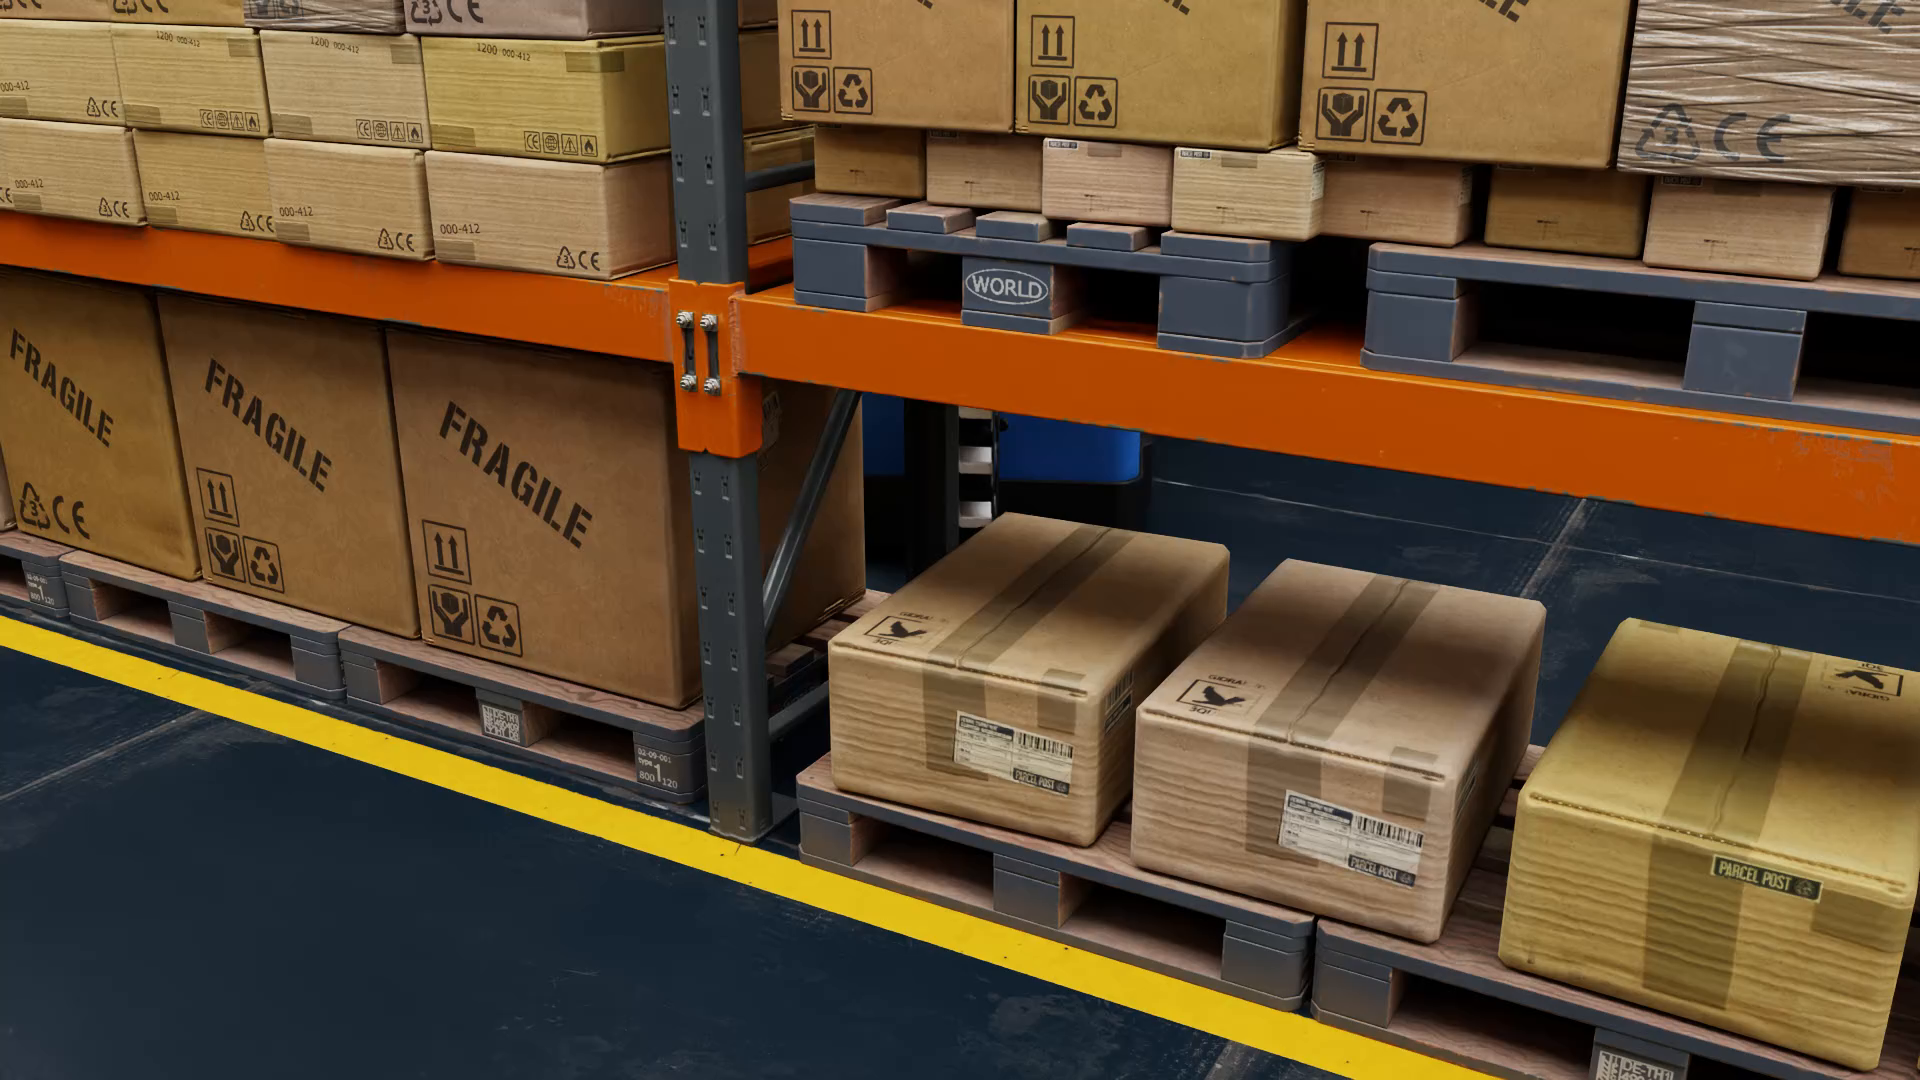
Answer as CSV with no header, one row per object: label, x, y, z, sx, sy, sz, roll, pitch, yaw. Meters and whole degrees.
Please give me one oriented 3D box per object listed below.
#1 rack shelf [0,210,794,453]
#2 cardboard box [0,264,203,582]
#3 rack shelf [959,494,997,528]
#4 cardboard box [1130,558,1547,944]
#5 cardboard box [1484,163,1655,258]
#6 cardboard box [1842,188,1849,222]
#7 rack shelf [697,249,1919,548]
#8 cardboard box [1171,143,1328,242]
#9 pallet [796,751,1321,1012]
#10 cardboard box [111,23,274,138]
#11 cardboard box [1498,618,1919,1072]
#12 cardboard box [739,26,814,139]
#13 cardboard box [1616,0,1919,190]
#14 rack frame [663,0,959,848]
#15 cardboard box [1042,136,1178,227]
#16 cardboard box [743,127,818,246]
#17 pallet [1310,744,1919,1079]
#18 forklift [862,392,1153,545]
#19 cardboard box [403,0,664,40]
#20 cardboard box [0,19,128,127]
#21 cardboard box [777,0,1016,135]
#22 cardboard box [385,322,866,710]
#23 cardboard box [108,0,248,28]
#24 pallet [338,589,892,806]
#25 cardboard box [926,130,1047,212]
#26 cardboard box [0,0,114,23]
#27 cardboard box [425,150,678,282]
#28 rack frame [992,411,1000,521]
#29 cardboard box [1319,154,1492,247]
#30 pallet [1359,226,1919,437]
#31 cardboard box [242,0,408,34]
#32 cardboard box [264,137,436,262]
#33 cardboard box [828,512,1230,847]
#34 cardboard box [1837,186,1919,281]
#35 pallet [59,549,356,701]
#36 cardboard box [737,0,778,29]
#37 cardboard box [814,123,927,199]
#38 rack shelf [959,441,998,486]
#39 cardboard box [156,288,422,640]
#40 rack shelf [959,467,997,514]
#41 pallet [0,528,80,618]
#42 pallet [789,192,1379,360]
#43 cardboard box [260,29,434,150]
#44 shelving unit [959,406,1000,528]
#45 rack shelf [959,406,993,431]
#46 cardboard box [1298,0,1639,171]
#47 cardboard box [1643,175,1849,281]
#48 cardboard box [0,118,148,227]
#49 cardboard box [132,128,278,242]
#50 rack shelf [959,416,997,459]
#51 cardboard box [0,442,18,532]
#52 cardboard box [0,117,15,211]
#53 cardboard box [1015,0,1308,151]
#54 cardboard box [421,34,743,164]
rack shelf,-2.042,-0.845,4.851,4.000,0.370,1.077,11,23,27
cardboard box,-2.416,-0.487,5.310,0.875,0.875,0.875,12,23,29
rack shelf,0.013,-0.080,5.392,0.200,0.077,0.258,2,20,5
cardboard box,0.840,0.404,3.589,0.625,0.372,0.950,10,22,26
cardboard box,1.088,-0.600,2.874,0.250,0.149,0.380,12,23,29
cardboard box,1.743,-0.676,3.082,0.250,0.149,0.380,12,23,29
rack shelf,1.450,-0.180,3.017,4.000,0.370,1.077,11,23,27
cardboard box,0.574,-0.652,3.017,0.250,0.149,0.380,11,23,28
pallet,0.385,0.591,3.927,1.213,0.211,1.003,11,23,27
cardboard box,-1.750,-1.183,4.215,0.500,0.250,0.500,10,22,26
cardboard box,1.499,0.532,3.237,0.625,0.372,0.950,12,23,29
cardboard box,-0.618,-1.173,4.187,0.500,0.250,0.500,11,22,27
cardboard box,1.342,-0.835,2.569,0.500,0.500,0.500,10,22,25
rack frame,-0.296,-0.851,3.811,0.127,3.000,1.000,11,23,27
cardboard box,0.343,-0.704,3.161,0.250,0.149,0.380,9,22,24
cardboard box,-0.601,-0.936,4.268,0.500,0.250,0.500,10,22,26
pallet,1.446,0.794,3.367,1.213,0.211,1.003,11,23,27
forklift,0.220,-1.799,6.525,1.130,2.935,3.031,2,20,5
cardboard box,-0.875,-1.376,3.646,0.500,0.500,0.500,10,22,26
cardboard box,-2.203,-1.270,4.453,0.500,0.250,0.500,10,22,26
cardboard box,-0.016,-1.091,3.276,0.500,0.500,0.500,10,22,26
cardboard box,-0.859,-0.189,4.487,0.875,0.875,0.875,11,22,27
cardboard box,-1.758,-1.543,4.108,0.500,0.500,0.500,11,23,27
pallet,-0.948,0.307,4.710,1.213,0.211,1.003,11,23,27
cardboard box,0.127,-0.764,3.324,0.250,0.149,0.380,9,22,24
cardboard box,-2.196,-1.630,4.346,0.500,0.500,0.500,10,22,26
cardboard box,-0.865,-0.787,3.856,0.500,0.250,0.500,10,22,25
rack frame,0.114,-0.278,5.310,0.006,0.900,0.240,2,20,5
cardboard box,0.822,-0.636,2.971,0.250,0.149,0.380,12,23,30
pallet,1.452,-0.443,2.970,1.213,0.211,1.003,11,23,27
cardboard box,-1.327,-1.459,3.875,0.500,0.500,0.500,11,23,28
cardboard box,-1.318,-0.867,4.077,0.500,0.250,0.500,11,23,28
cardboard box,0.192,0.284,3.921,0.625,0.372,0.950,9,22,24
cardboard box,1.548,-0.517,2.643,0.250,0.149,0.380,10,22,25
pallet,-2.009,0.103,5.270,1.213,0.211,1.003,11,23,27
cardboard box,-0.608,-1.523,4.051,0.500,0.500,0.500,10,22,26
cardboard box,-0.103,-0.821,3.481,0.250,0.149,0.380,9,22,24
rack shelf,0.013,-0.250,5.331,0.200,0.077,0.258,2,20,5
cardboard box,-1.636,-0.338,4.899,0.875,0.875,0.875,11,23,28
rack shelf,0.013,-0.165,5.361,0.200,0.077,0.258,2,20,5
pallet,-3.078,-0.099,5.829,1.213,0.211,1.003,11,23,27
pallet,0.378,-0.674,3.605,1.003,0.211,1.213,11,23,27
cardboard box,-1.293,-1.104,3.997,0.500,0.250,0.500,10,22,26
shelving unit,0.013,-0.281,5.319,0.210,0.900,0.258,2,20,5
rack shelf,0.013,-0.419,5.269,0.200,0.077,0.258,2,20,5
cardboard box,0.909,-0.920,2.805,0.500,0.500,0.500,11,23,28
cardboard box,1.284,-0.537,2.700,0.250,0.149,0.380,12,23,29
cardboard box,-2.209,-1.032,4.532,0.500,0.250,0.500,10,22,26
cardboard box,-1.750,-0.956,4.321,0.500,0.250,0.500,11,22,27
rack shelf,0.013,-0.334,5.300,0.200,0.077,0.258,2,20,5
cardboard box,-3.208,-0.635,5.717,0.875,0.875,0.875,12,23,29
cardboard box,-2.641,-1.118,4.768,0.500,0.250,0.500,11,22,27
cardboard box,0.442,-1.007,3.043,0.500,0.500,0.500,12,23,30
cardboard box,-0.843,-1.020,3.765,0.500,0.250,0.500,11,23,27
